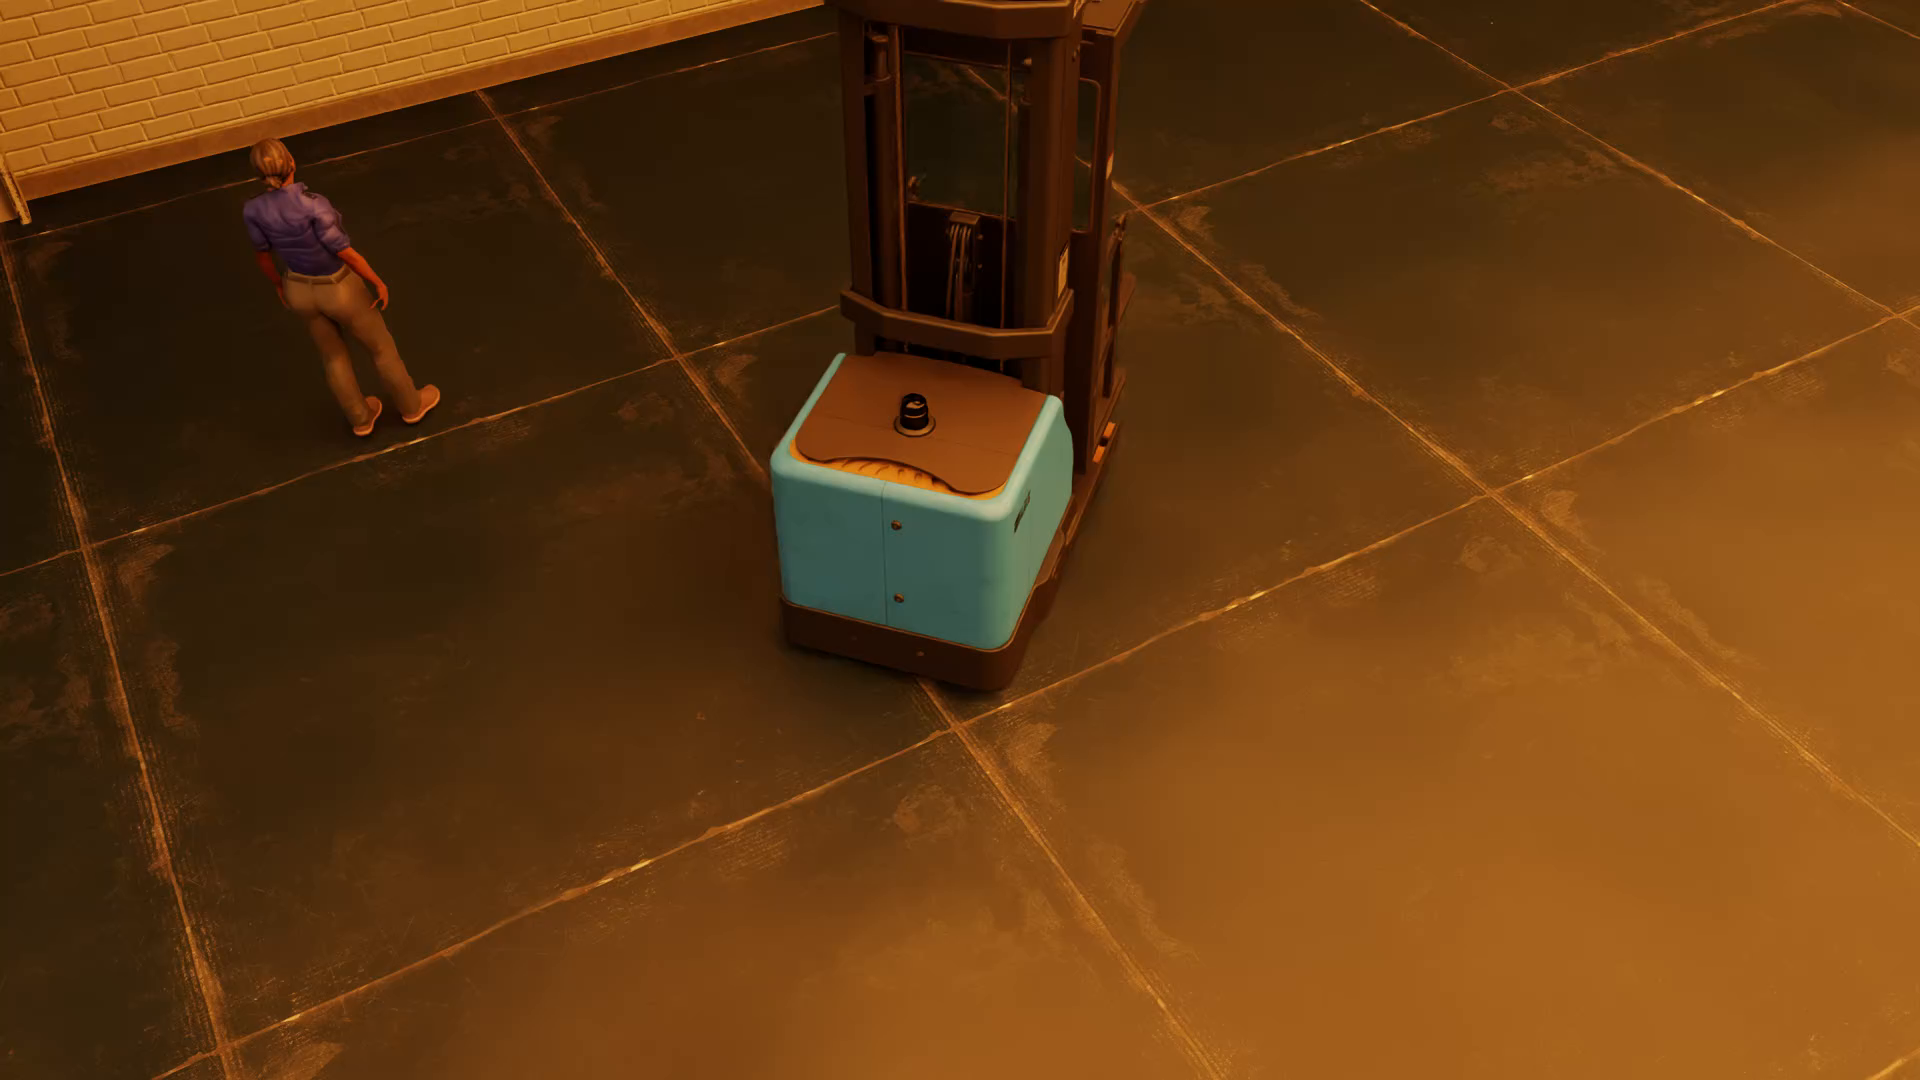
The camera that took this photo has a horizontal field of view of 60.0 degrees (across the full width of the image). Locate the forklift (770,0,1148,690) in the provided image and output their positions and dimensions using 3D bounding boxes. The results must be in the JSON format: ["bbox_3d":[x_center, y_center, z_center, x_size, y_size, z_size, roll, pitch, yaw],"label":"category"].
[{"bbox_3d":[0.166,-1.453,7.265,1.130,2.935,3.031,13,44,13],"label":"forklift"}]

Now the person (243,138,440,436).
[{"bbox_3d":[-2.992,-1.228,7.952,0.563,1.656,0.504,4,43,4],"label":"person"}]
